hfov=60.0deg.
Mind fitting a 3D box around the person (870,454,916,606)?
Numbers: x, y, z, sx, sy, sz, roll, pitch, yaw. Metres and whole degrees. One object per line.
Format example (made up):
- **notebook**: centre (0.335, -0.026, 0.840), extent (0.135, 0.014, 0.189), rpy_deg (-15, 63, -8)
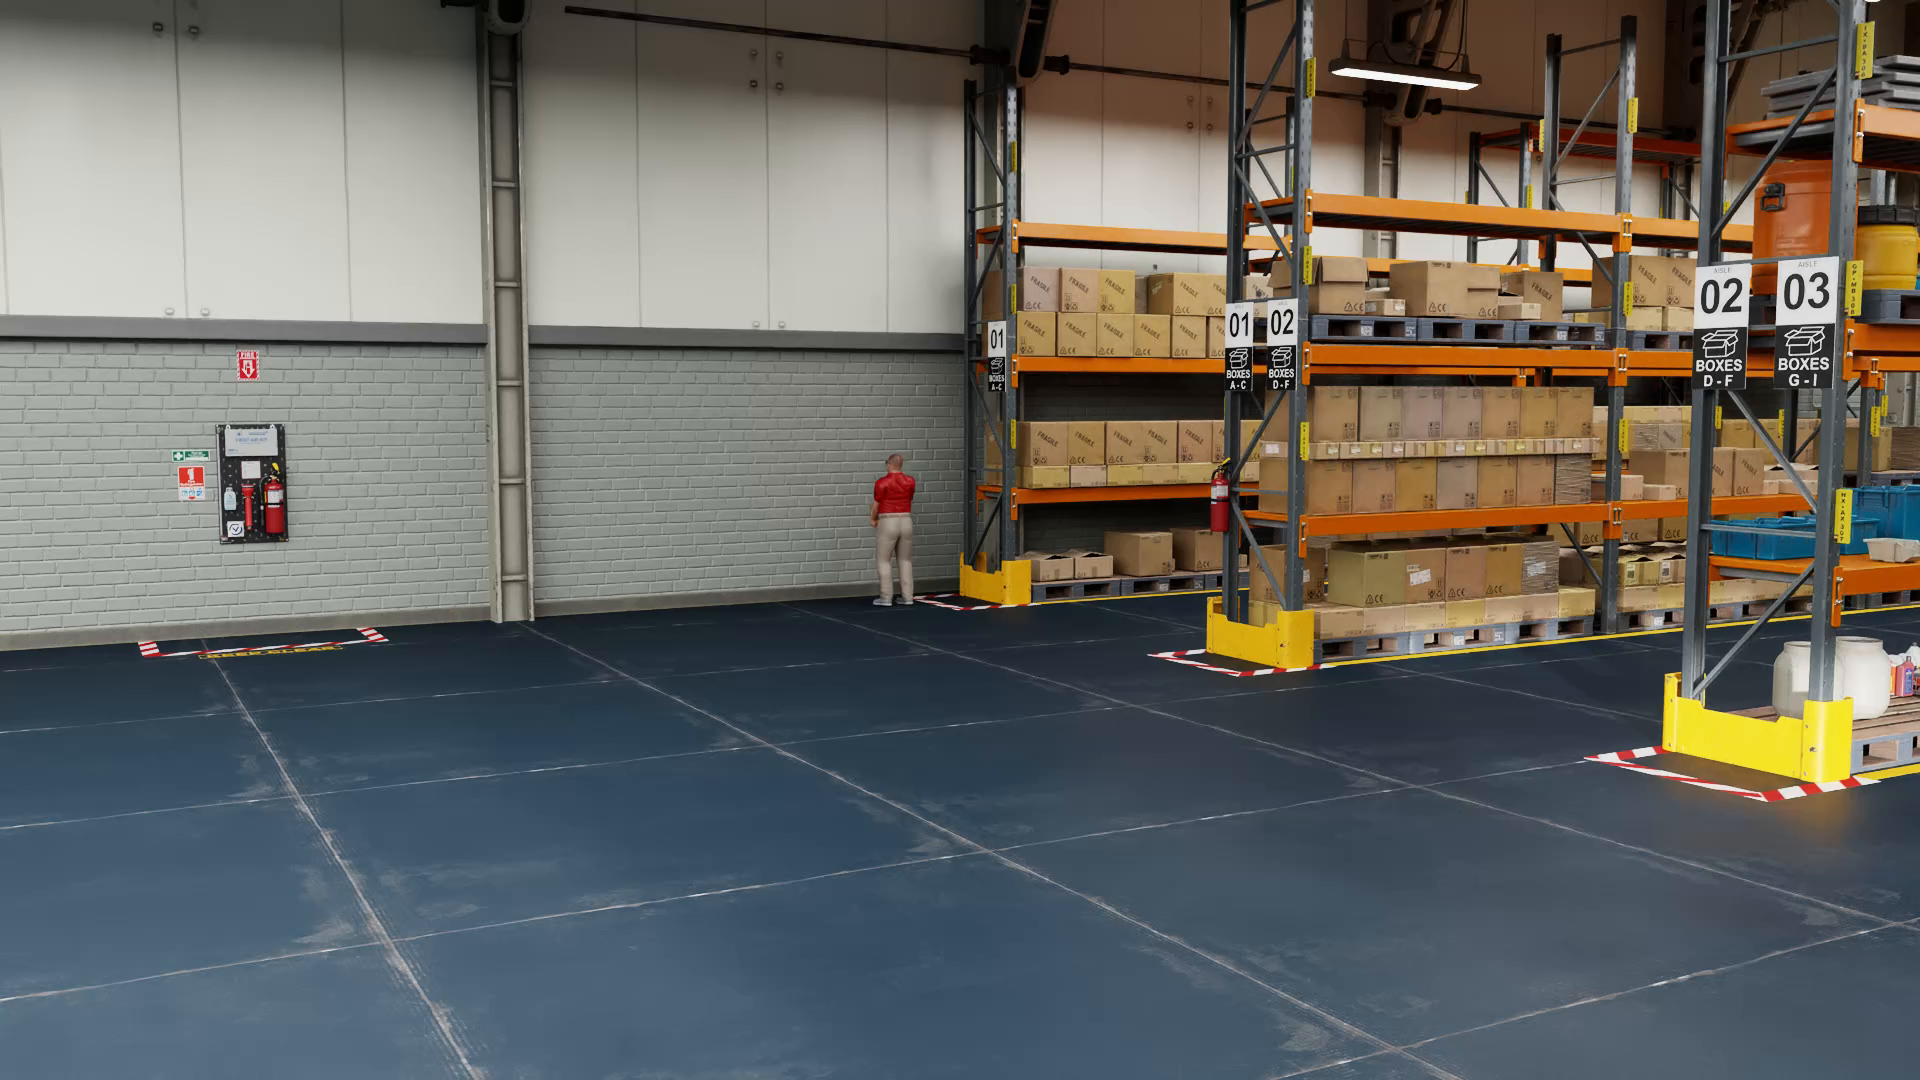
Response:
- **person**: centre (-0.792, -0.123, 18.802), extent (0.495, 1.715, 0.530), rpy_deg (-3, 6, -29)
